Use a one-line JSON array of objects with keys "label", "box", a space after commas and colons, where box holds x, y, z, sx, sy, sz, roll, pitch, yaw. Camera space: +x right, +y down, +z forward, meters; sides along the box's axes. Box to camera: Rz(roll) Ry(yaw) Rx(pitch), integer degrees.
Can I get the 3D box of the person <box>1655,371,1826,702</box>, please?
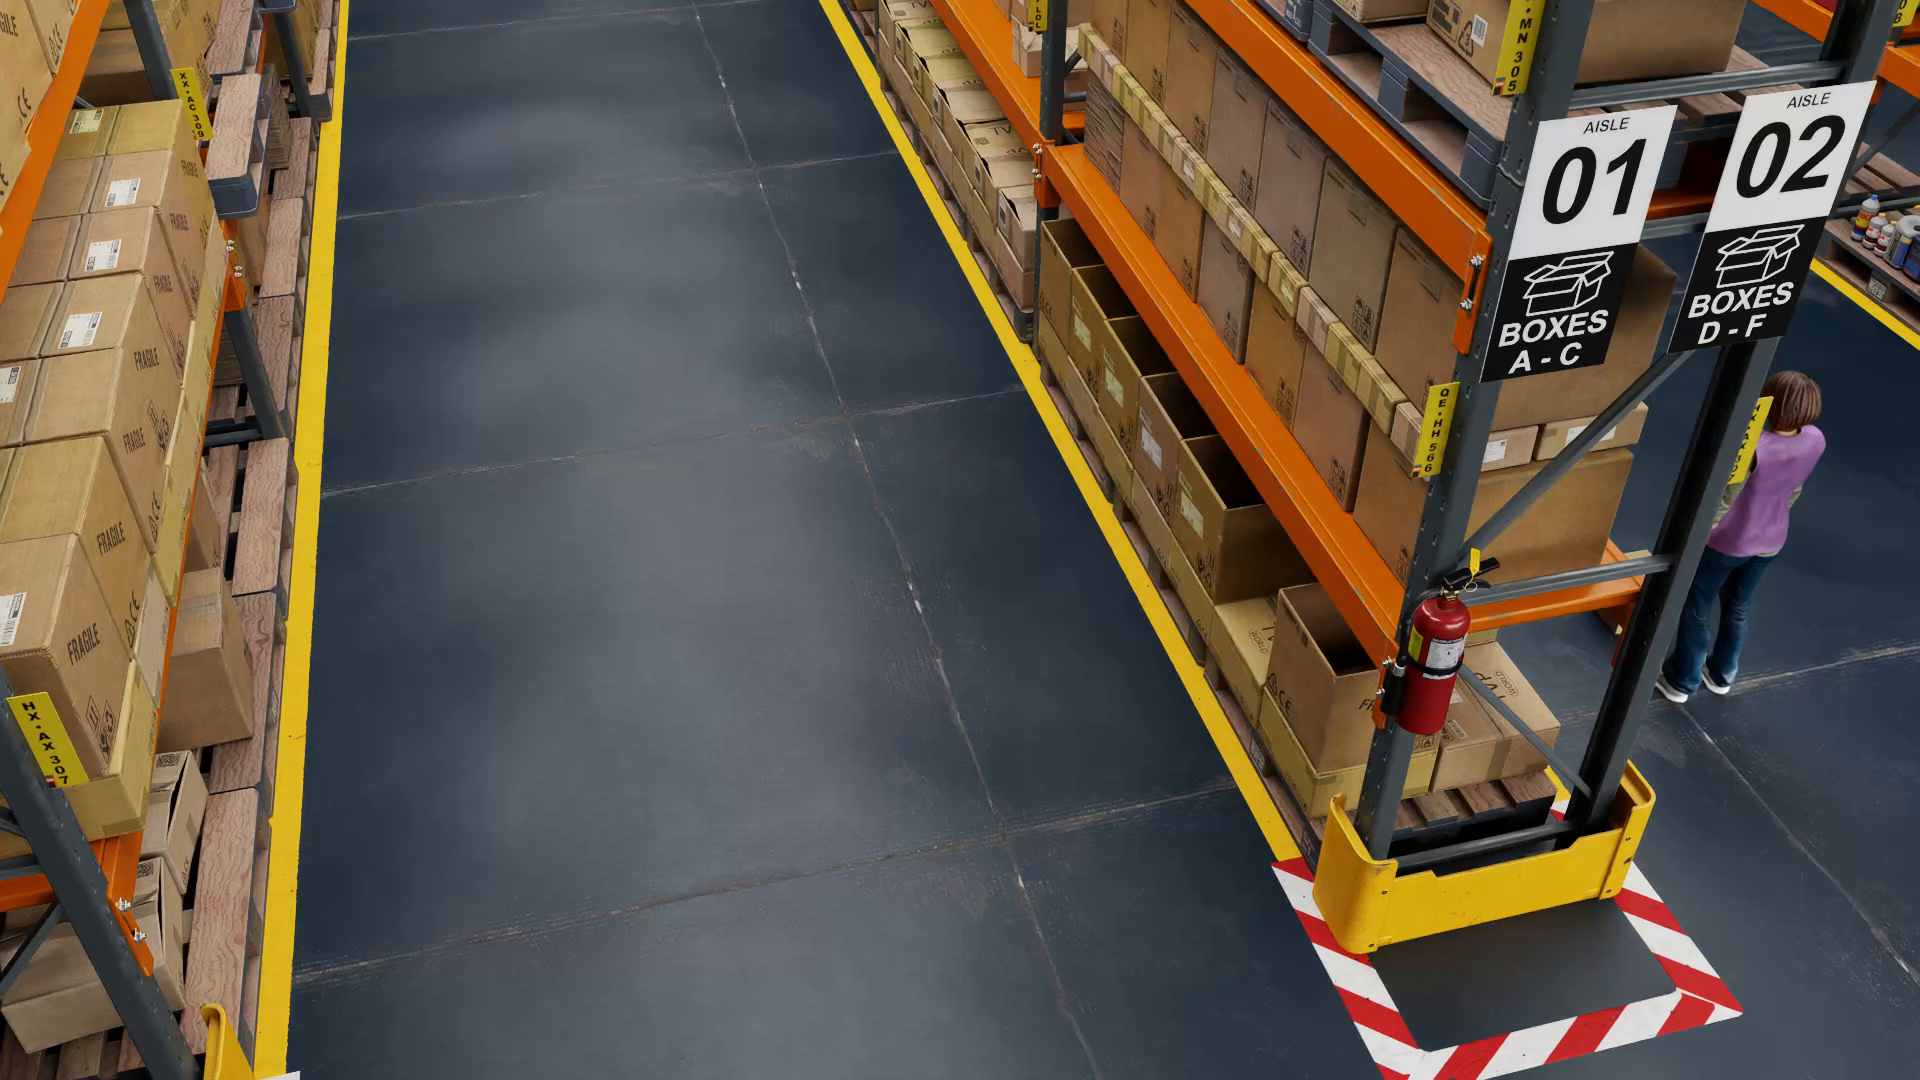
[{"label": "person", "box": [3.130, -0.002, 6.723, 0.404, 1.600, 0.300, -9, 40, -11]}]
